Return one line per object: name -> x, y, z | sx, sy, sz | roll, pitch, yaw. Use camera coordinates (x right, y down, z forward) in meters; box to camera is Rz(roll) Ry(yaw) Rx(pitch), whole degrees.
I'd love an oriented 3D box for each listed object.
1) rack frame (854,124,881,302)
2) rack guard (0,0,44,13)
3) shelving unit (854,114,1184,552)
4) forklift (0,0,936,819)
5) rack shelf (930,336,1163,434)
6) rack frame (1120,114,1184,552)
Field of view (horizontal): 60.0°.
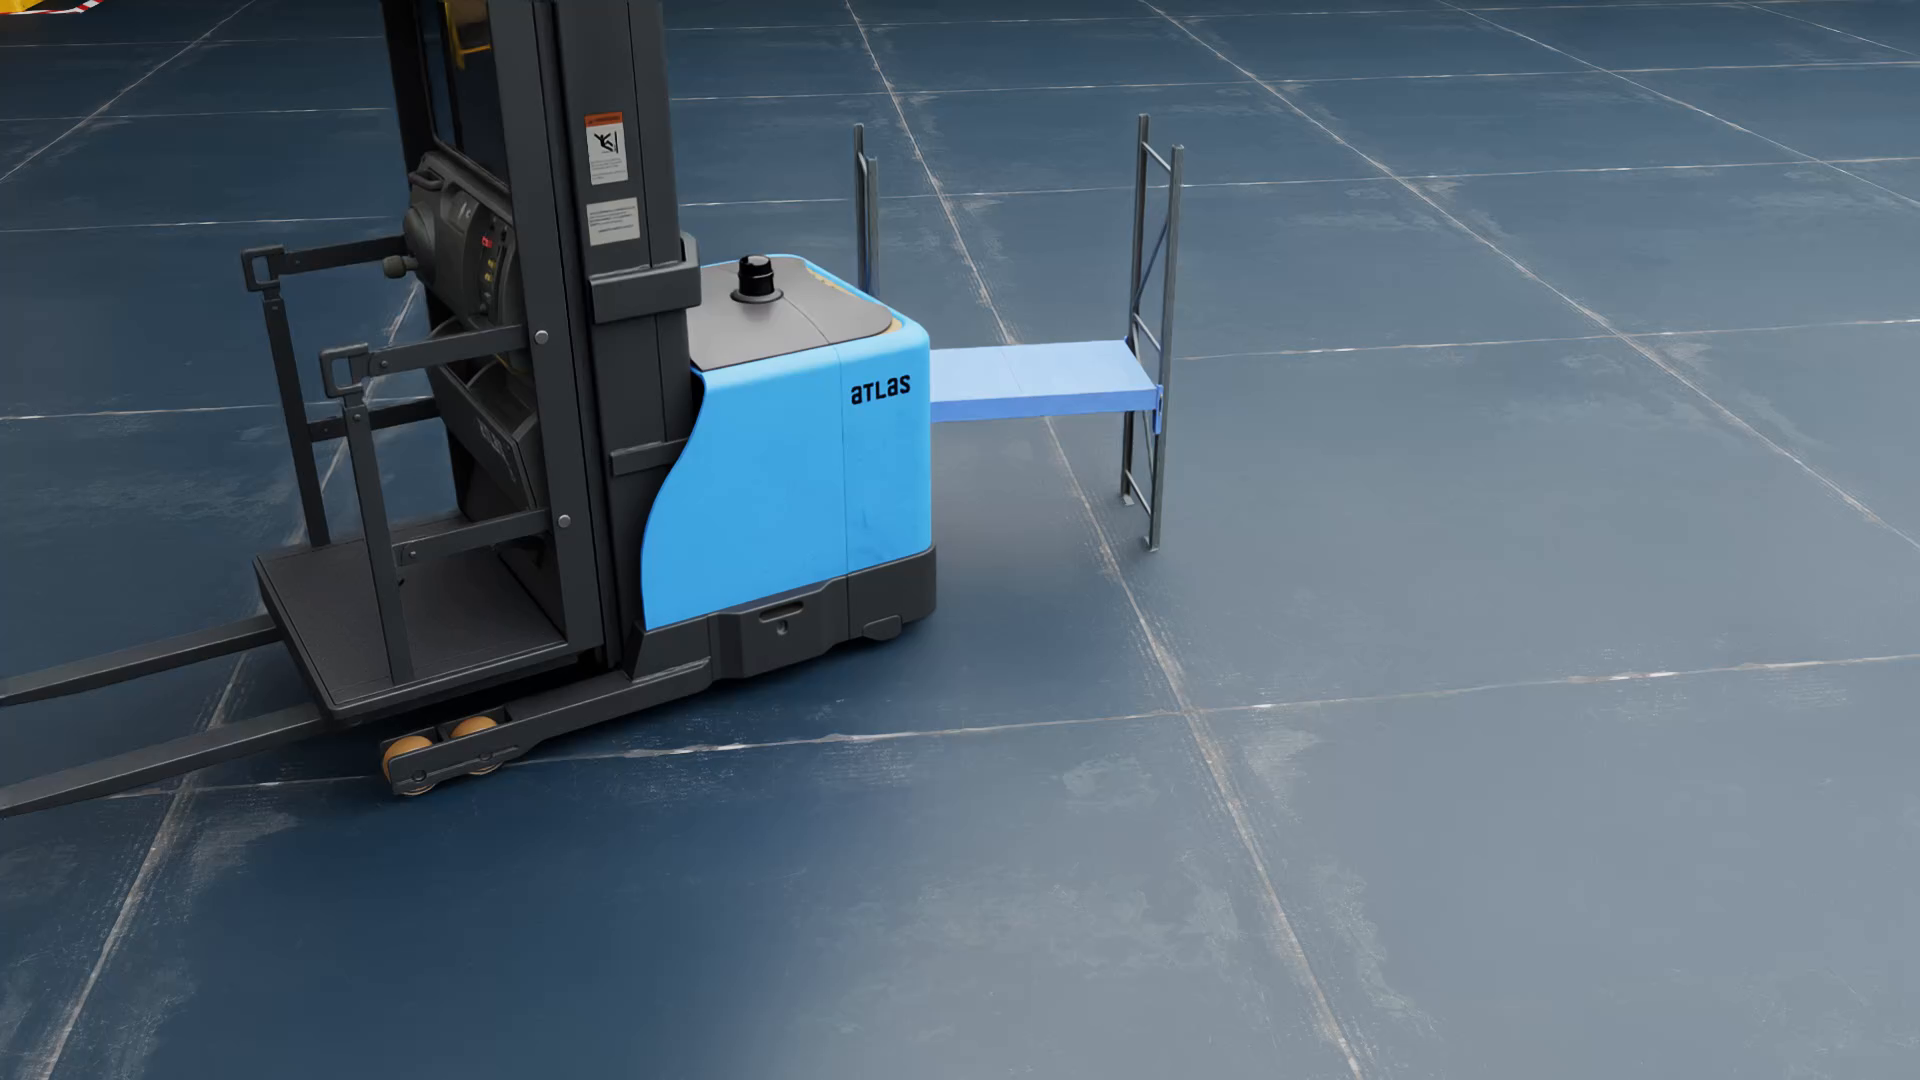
rack frame -> -0.318, -0.669, 5.912 | 0.032, 1.500, 0.500 | -4, 27, -8
rack guard -> -9.502, -5.673, 16.759 | 0.348, 0.500, 1.175 | -4, 27, -7
shelving unit -> 0.185, -0.703, 5.978 | 1.048, 1.500, 0.538 | -4, 27, -8
forklift -> -1.604, -0.841, 4.679 | 3.031, 2.935, 1.130 | -16, 31, -28
rack shelf -> 0.185, -0.543, 6.060 | 1.000, 0.185, 0.538 | -4, 27, -8
rack frame -> 0.688, -0.738, 6.045 | 0.032, 1.500, 0.500 | -4, 27, -8
